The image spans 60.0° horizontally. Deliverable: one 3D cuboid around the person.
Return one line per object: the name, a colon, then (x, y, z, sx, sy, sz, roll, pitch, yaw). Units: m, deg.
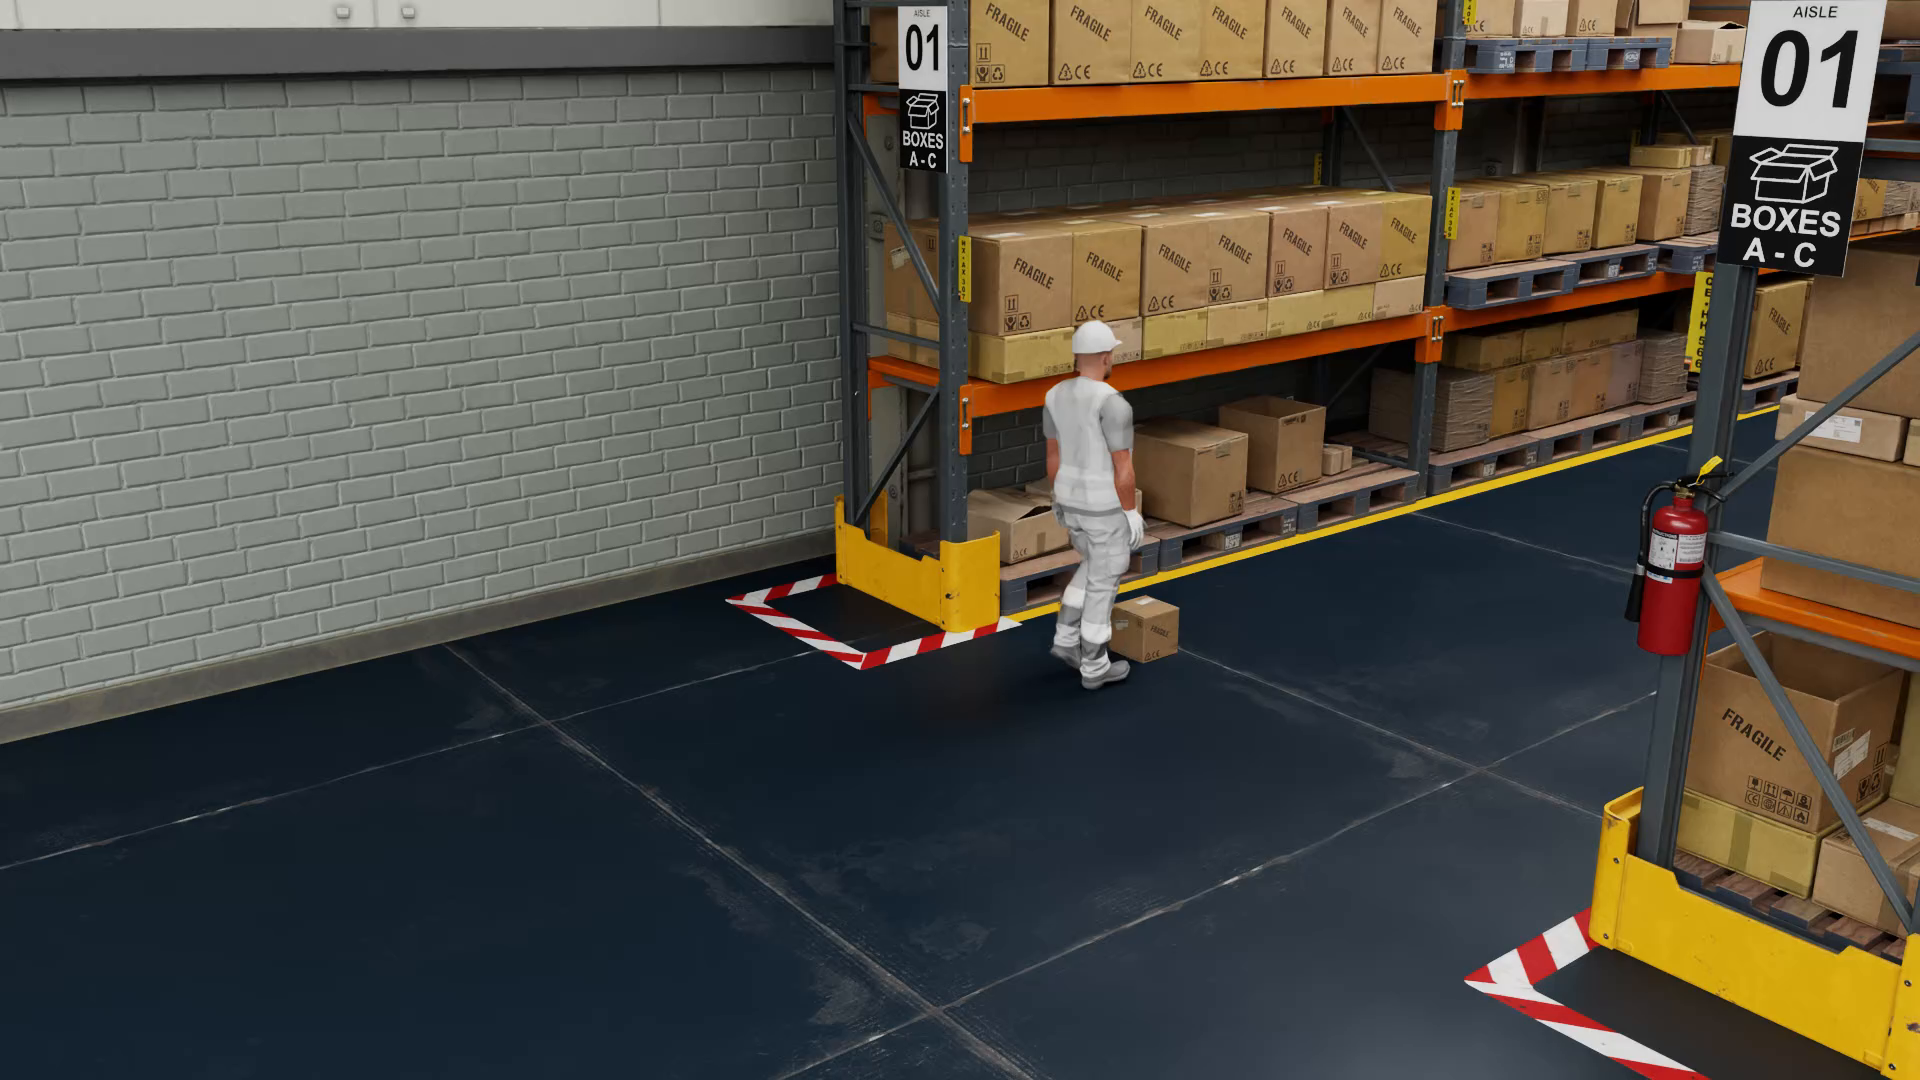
person: (0.684, -0.148, 8.007, 0.421, 1.823, 0.587, -14, 22, -38)
